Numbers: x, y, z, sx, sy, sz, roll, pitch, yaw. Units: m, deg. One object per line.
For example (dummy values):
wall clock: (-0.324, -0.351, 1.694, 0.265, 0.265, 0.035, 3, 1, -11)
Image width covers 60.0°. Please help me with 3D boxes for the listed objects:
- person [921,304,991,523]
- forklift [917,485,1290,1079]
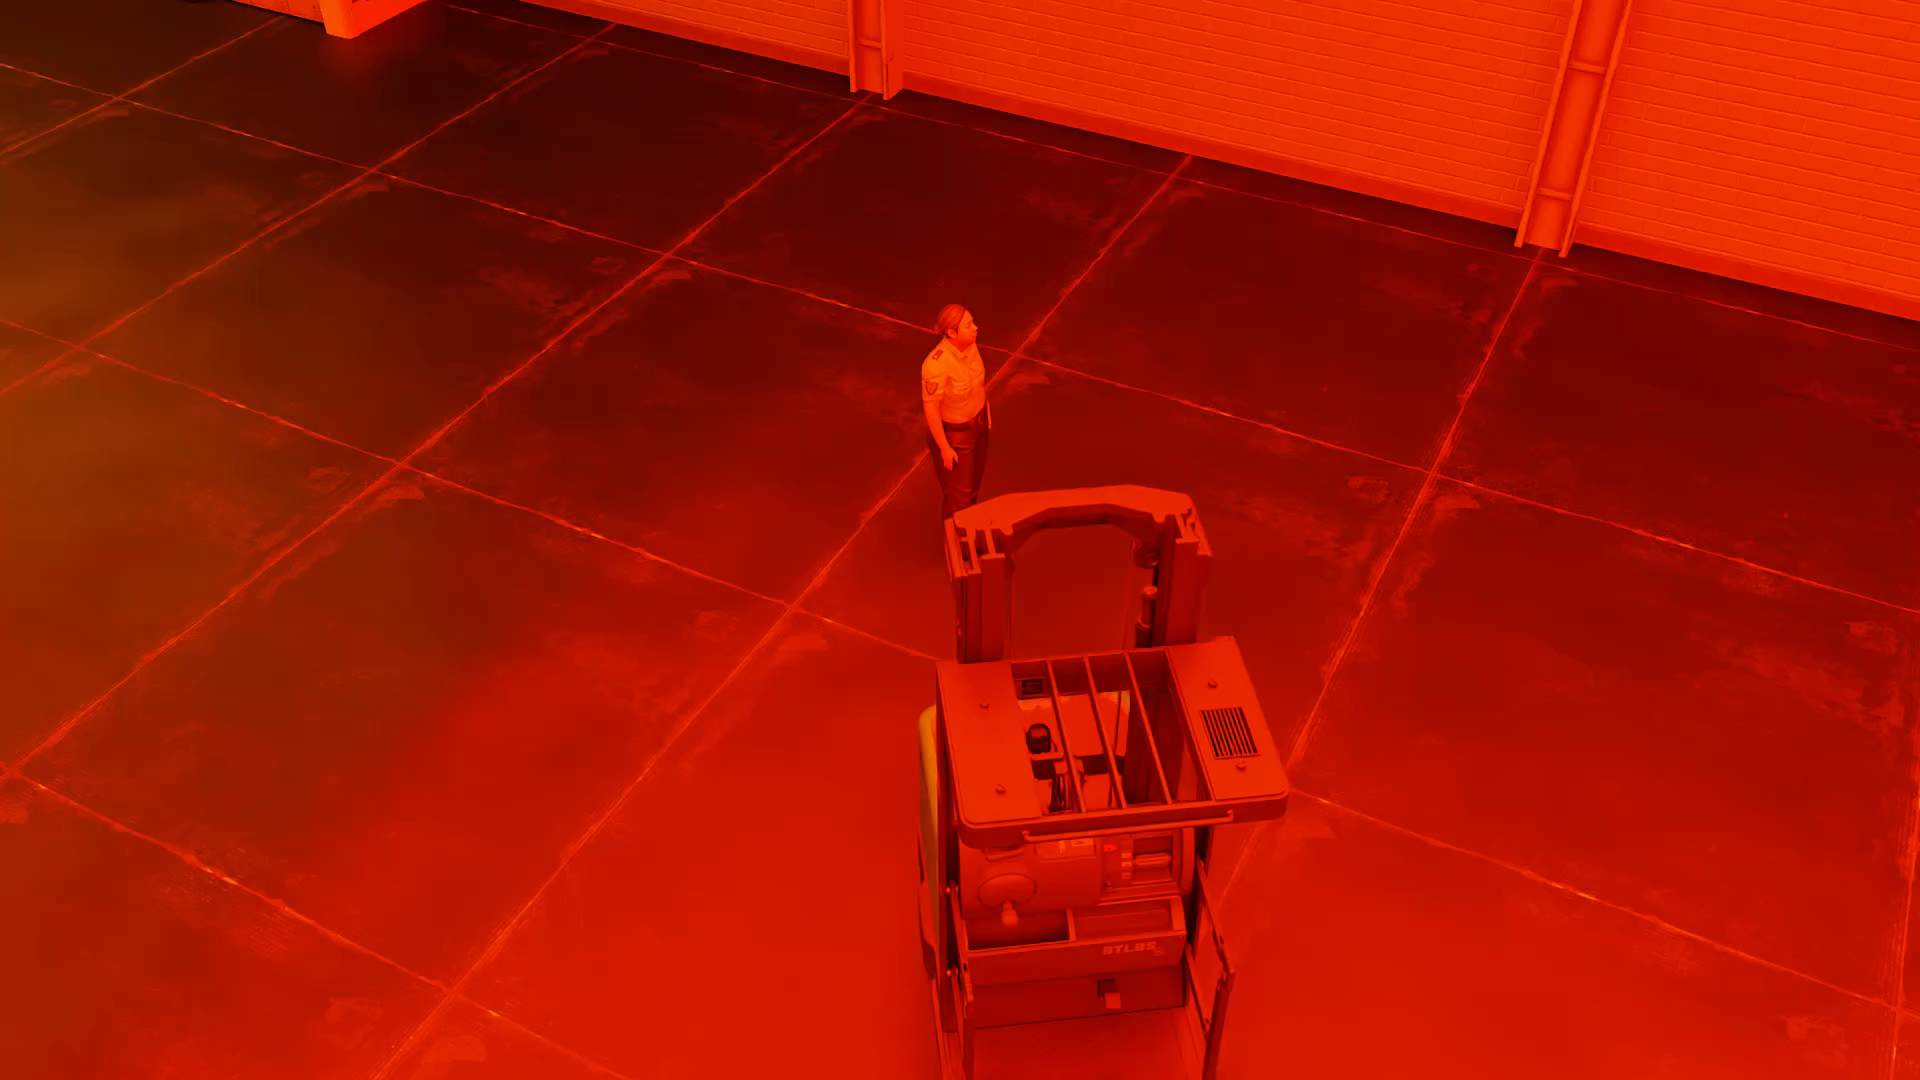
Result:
person: (0.069, -0.597, 9.680, 0.503, 1.650, 0.599, 18, 43, 21)
forklift: (0.489, 1.368, 6.362, 1.130, 2.935, 3.031, -5, 40, -6)
